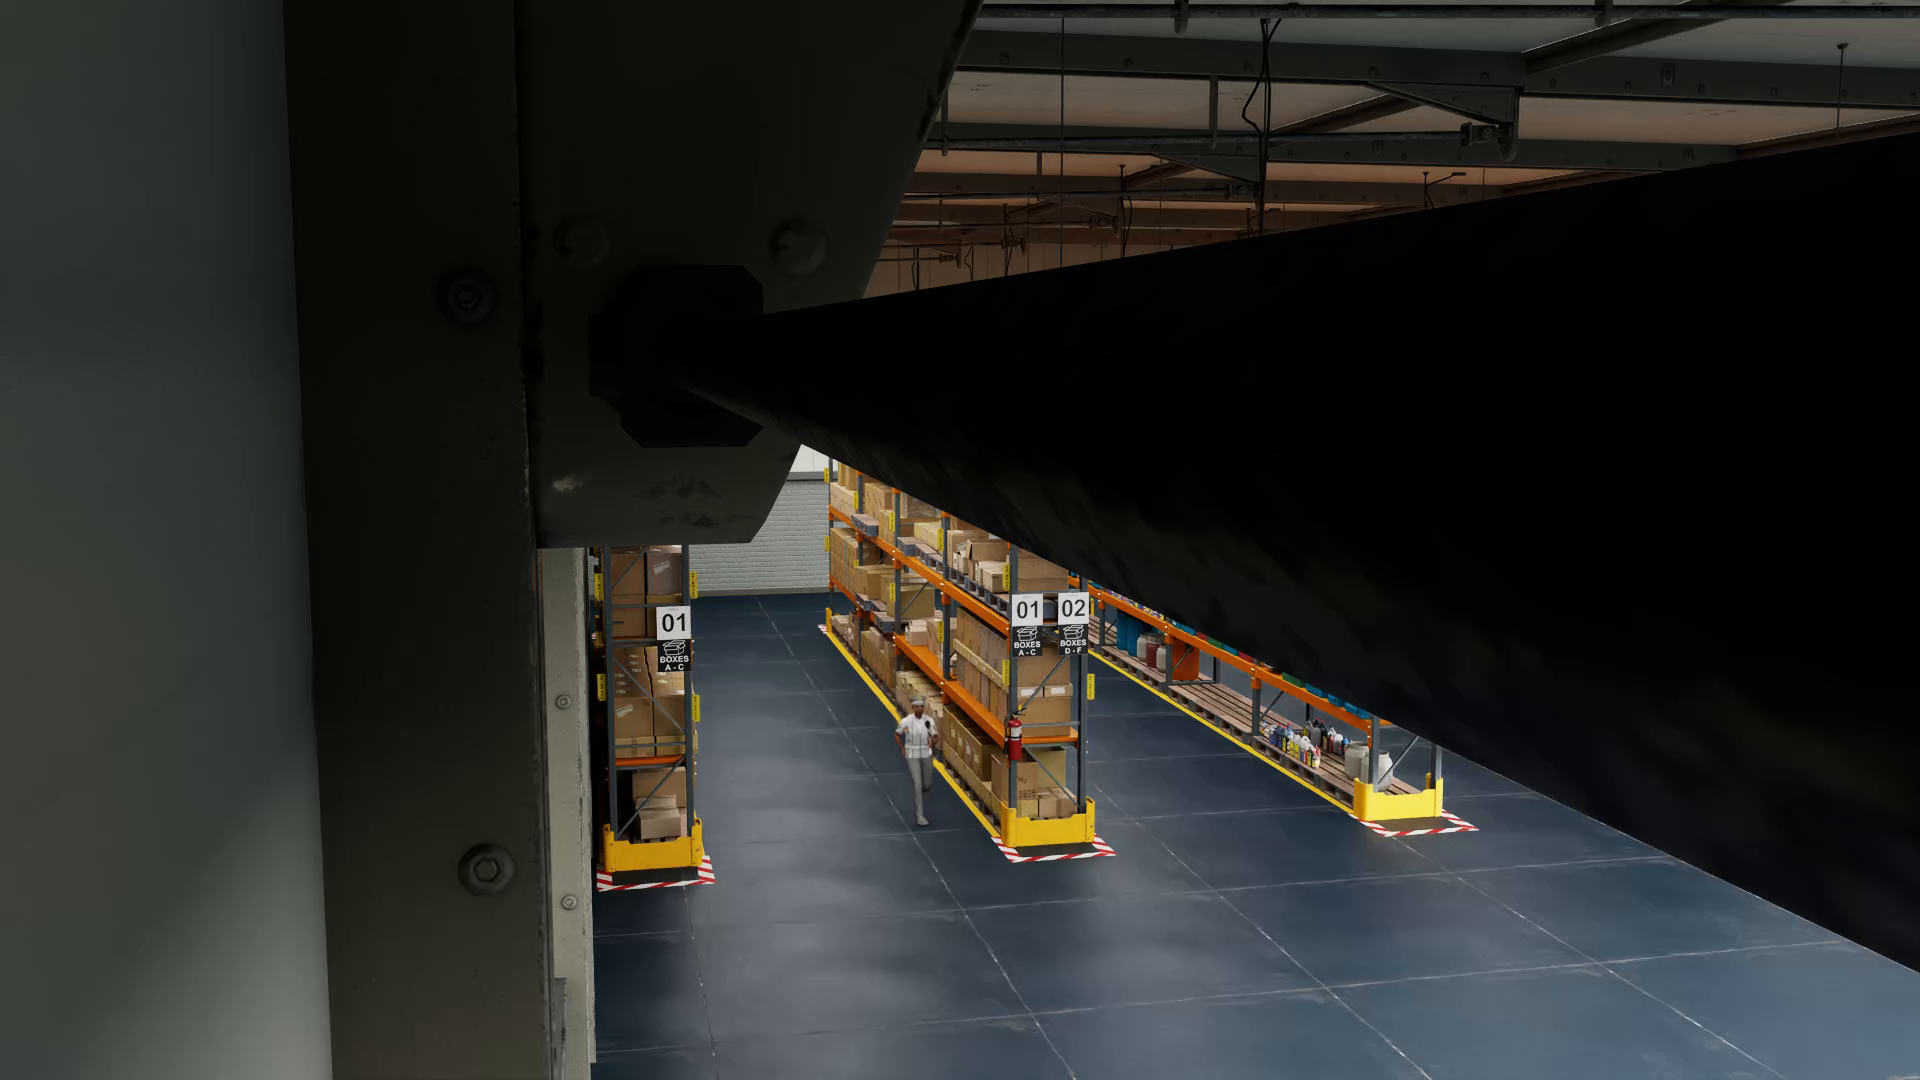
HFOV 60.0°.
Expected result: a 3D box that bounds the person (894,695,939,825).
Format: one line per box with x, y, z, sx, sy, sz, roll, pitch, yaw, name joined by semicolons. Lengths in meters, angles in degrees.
-0.574;2.879;22.109;0.564;1.664;0.851;-2;7;-16;person
